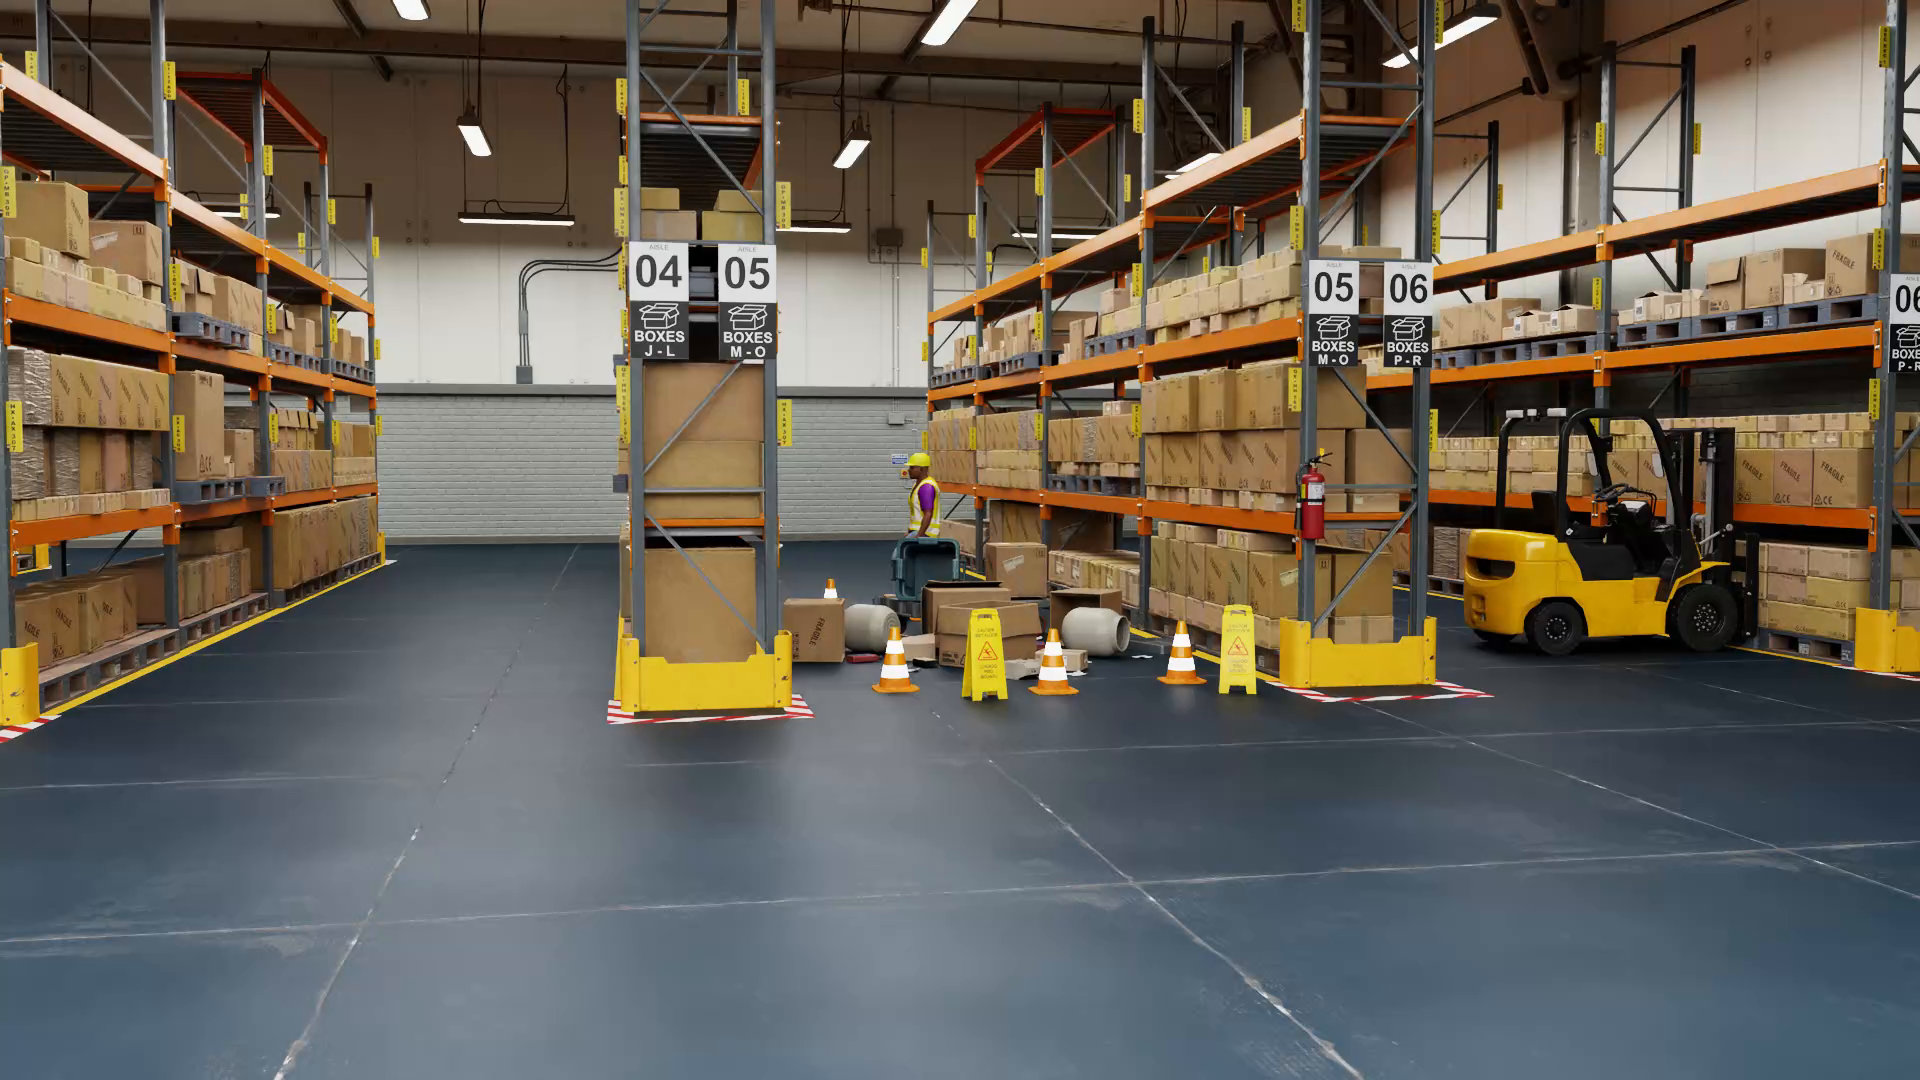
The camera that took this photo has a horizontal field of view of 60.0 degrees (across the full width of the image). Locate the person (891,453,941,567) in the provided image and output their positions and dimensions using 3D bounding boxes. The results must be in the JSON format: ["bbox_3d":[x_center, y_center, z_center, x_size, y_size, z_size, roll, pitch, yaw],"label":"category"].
[{"bbox_3d":[-0.490,-0.045,17.751,0.555,1.763,0.625,-1,3,-12],"label":"person"}]
